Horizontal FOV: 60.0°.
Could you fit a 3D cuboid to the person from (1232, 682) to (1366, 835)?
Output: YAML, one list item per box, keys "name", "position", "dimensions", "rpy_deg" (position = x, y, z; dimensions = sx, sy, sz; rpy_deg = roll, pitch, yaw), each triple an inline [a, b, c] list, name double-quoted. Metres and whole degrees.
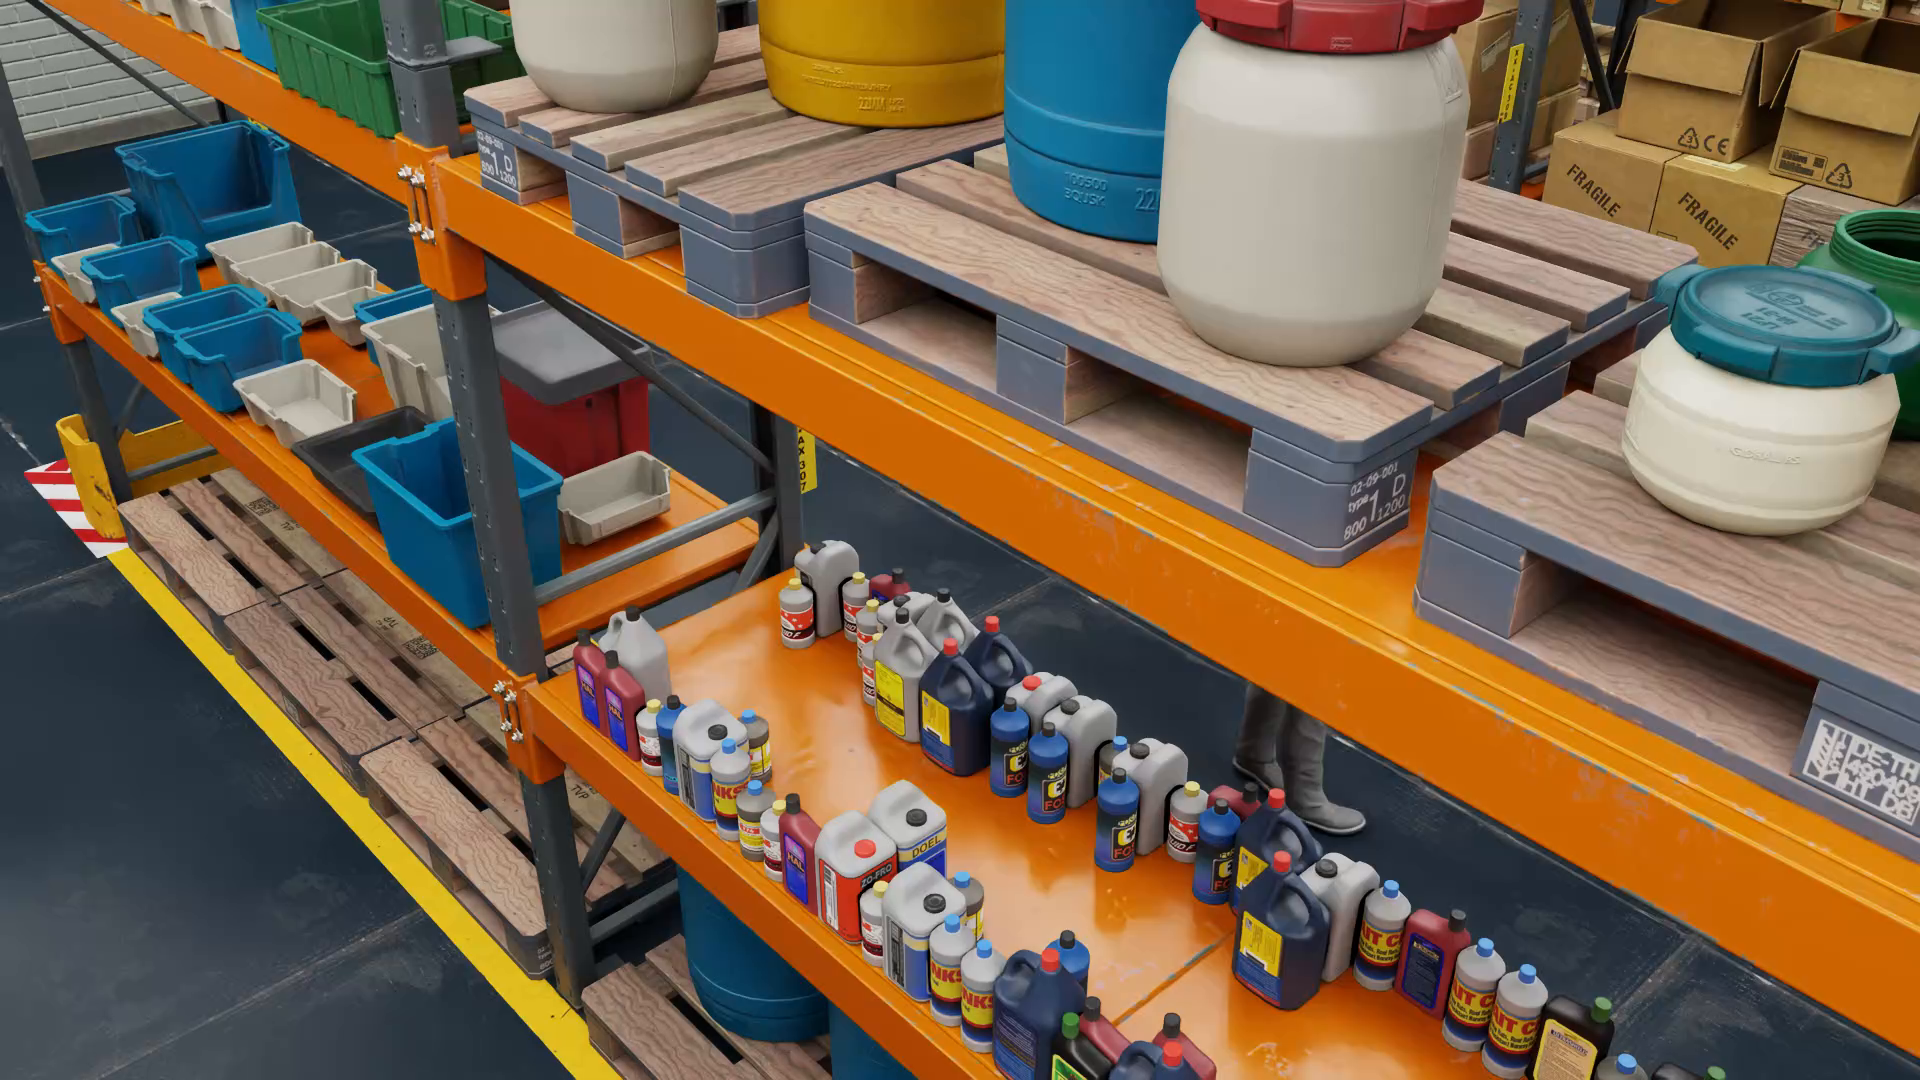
- name: "person"
  position: [1.258, 0.218, 5.759]
  dimensions: [0.499, 1.684, 0.474]
  rpy_deg: [7, 33, 11]
